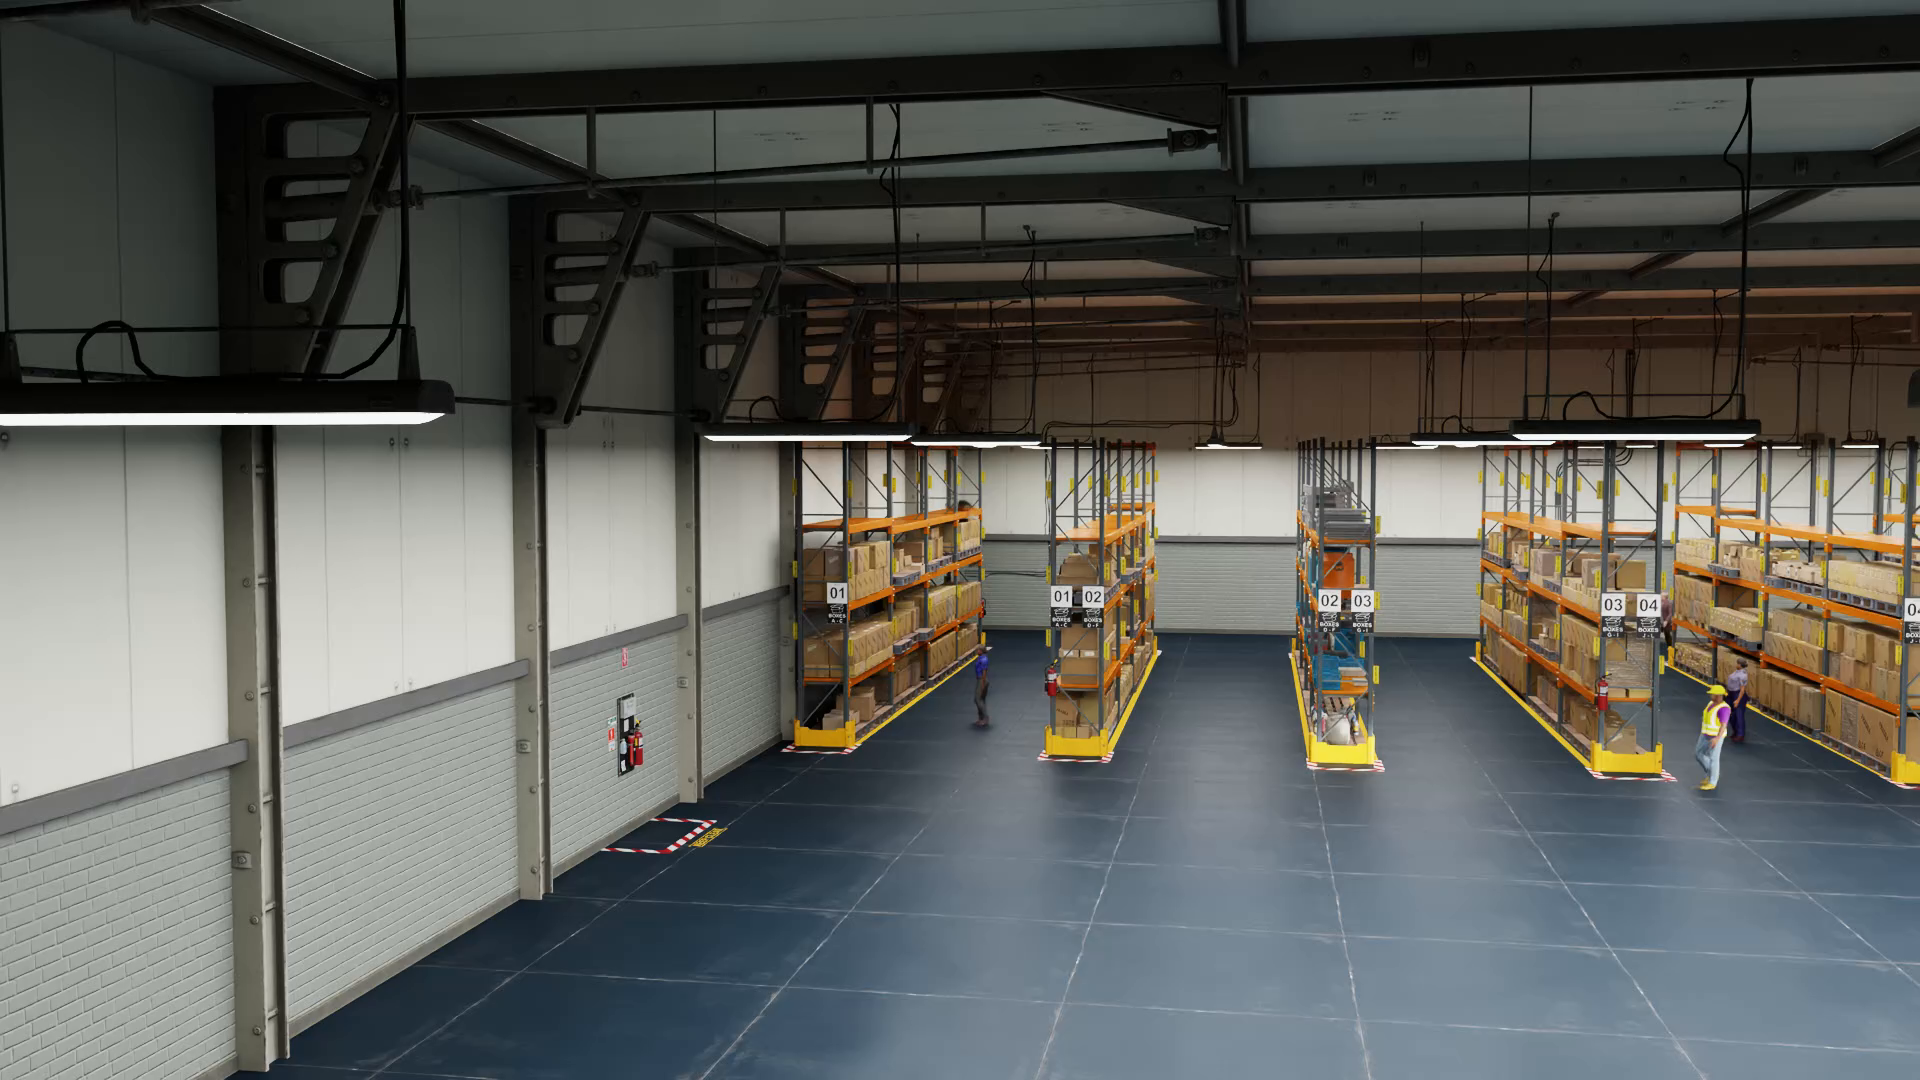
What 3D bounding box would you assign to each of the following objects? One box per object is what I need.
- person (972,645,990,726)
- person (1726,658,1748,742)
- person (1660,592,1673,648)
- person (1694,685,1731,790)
[{"bbox_3d":[0.435,3.056,34.977,0.355,1.678,0.515,0,3,-1],"label":"person"},{"bbox_3d":[15.446,3.168,33.049,0.403,1.689,0.594,0,3,-3],"label":"person"},{"bbox_3d":[20.006,2.424,47.249,0.552,1.471,0.910,3,4,41],"label":"person"},{"bbox_3d":[12.761,3.346,28.281,0.530,1.778,0.646,-1,3,-17],"label":"person"}]
